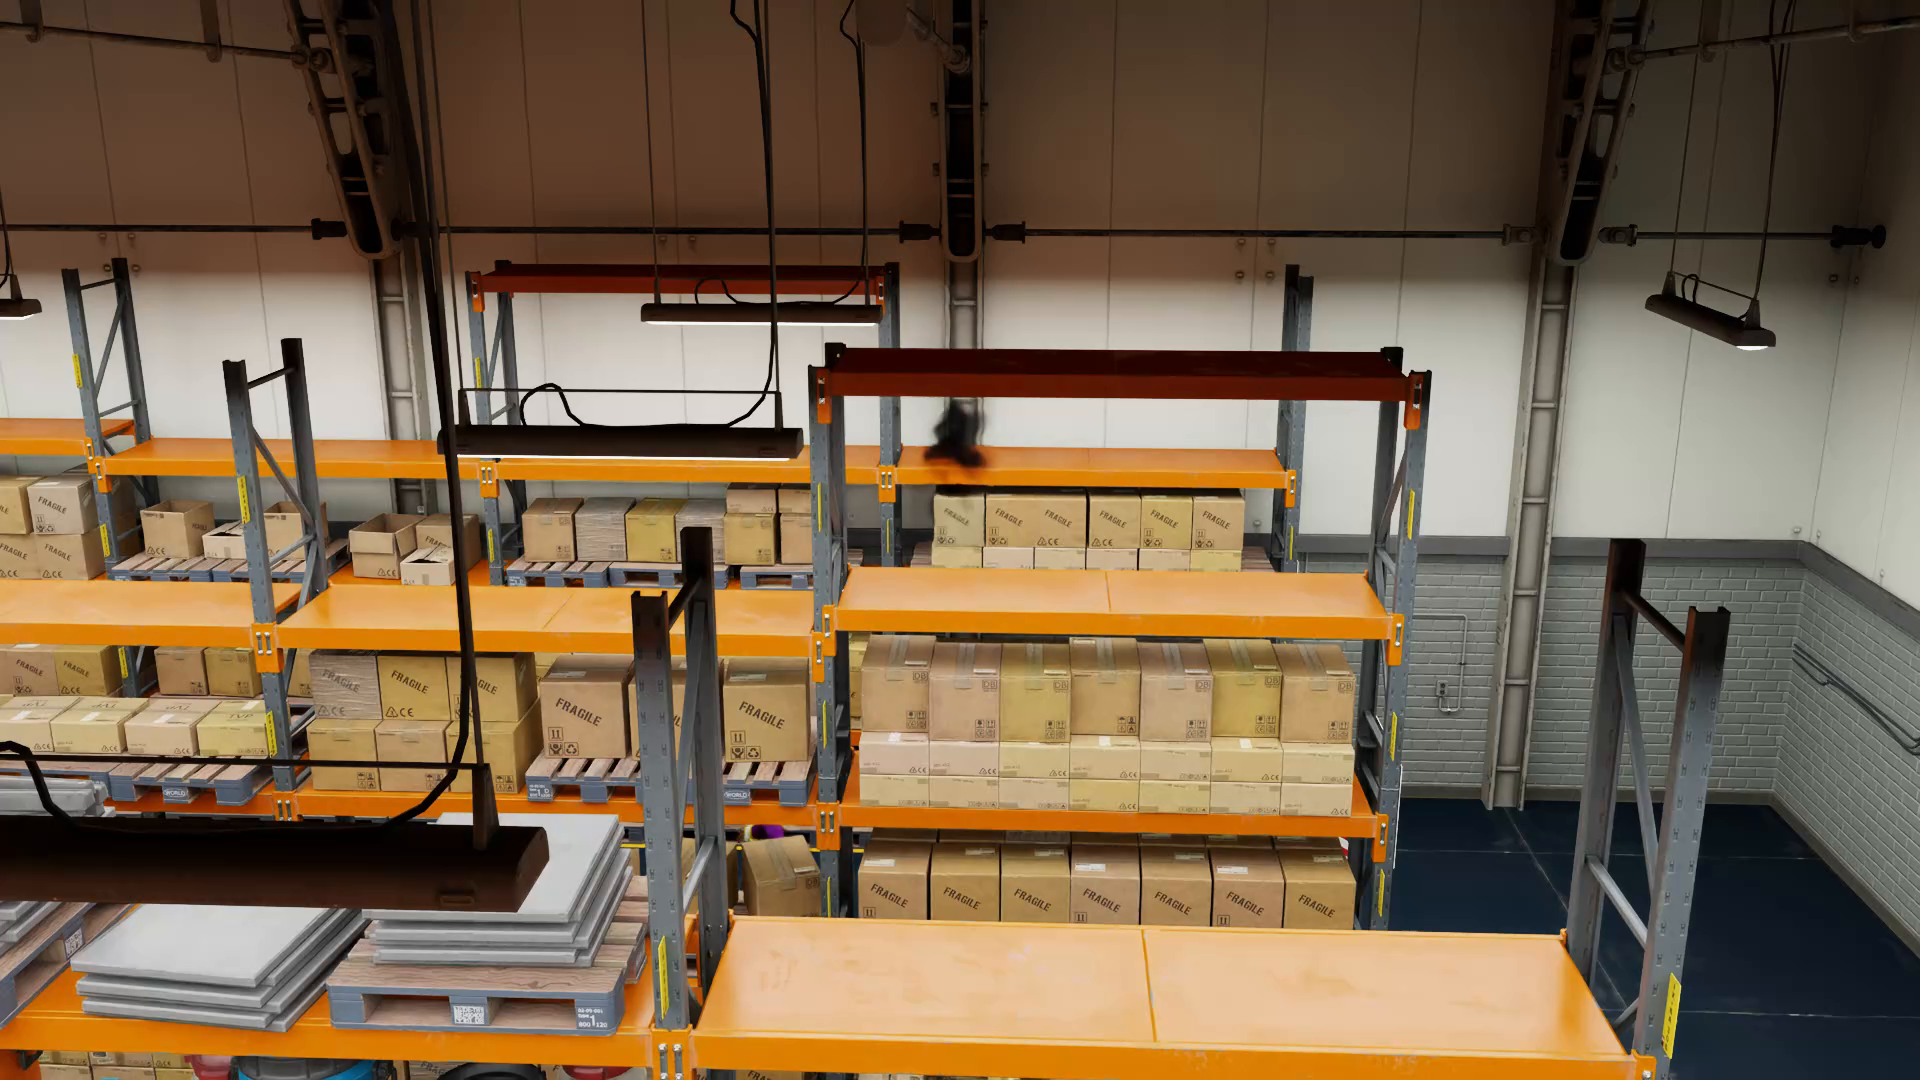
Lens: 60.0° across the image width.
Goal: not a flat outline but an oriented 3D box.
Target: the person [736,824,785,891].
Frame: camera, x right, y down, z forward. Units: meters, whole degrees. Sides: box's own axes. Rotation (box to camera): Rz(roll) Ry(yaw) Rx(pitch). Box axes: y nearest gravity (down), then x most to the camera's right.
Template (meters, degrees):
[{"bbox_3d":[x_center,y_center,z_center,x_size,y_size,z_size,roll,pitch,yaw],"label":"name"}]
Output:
[{"bbox_3d":[-1.722,2.854,14.698,0.919,1.712,0.713,2,16,6],"label":"person"}]
